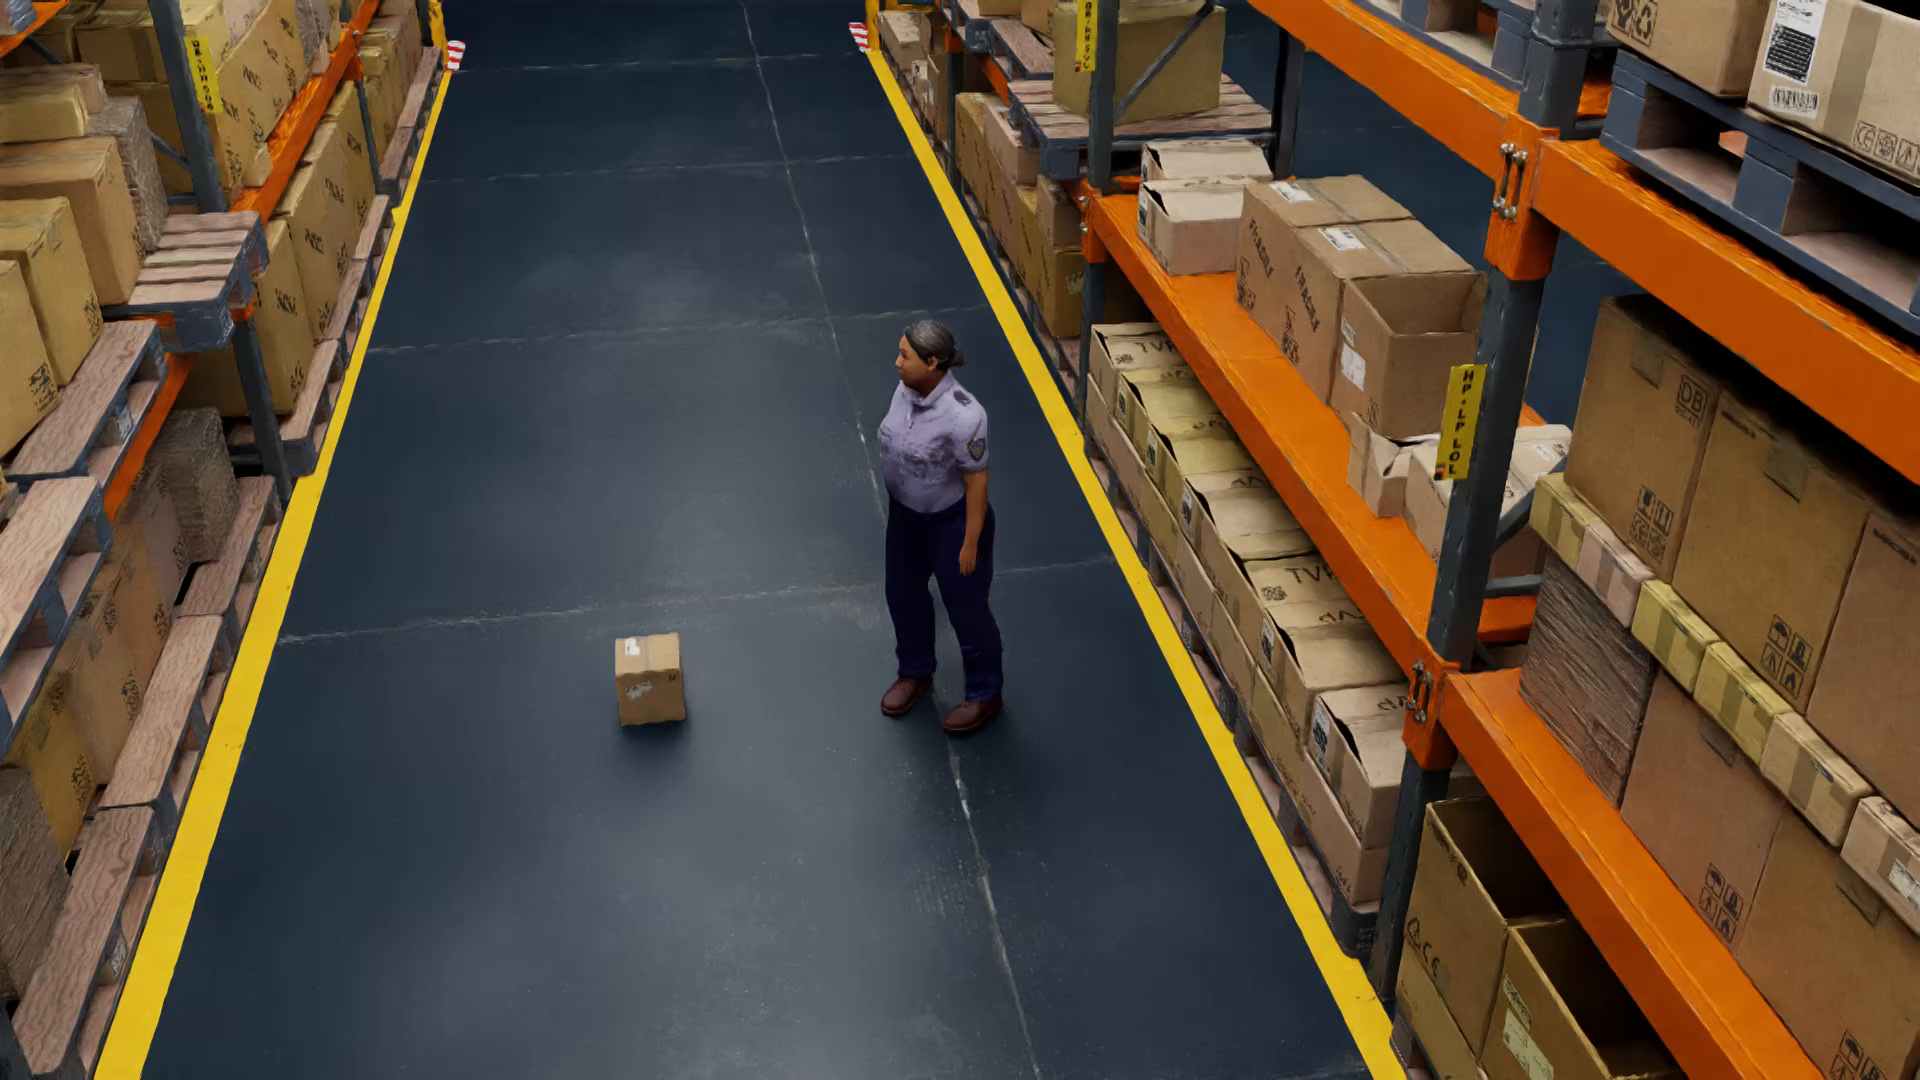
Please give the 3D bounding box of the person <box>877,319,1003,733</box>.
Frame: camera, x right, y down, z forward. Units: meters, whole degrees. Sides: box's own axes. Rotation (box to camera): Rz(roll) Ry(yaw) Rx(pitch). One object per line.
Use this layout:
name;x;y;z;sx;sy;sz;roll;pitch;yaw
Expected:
person;-0.094;-0.051;6.209;0.396;1.647;0.484;-25;39;-35
